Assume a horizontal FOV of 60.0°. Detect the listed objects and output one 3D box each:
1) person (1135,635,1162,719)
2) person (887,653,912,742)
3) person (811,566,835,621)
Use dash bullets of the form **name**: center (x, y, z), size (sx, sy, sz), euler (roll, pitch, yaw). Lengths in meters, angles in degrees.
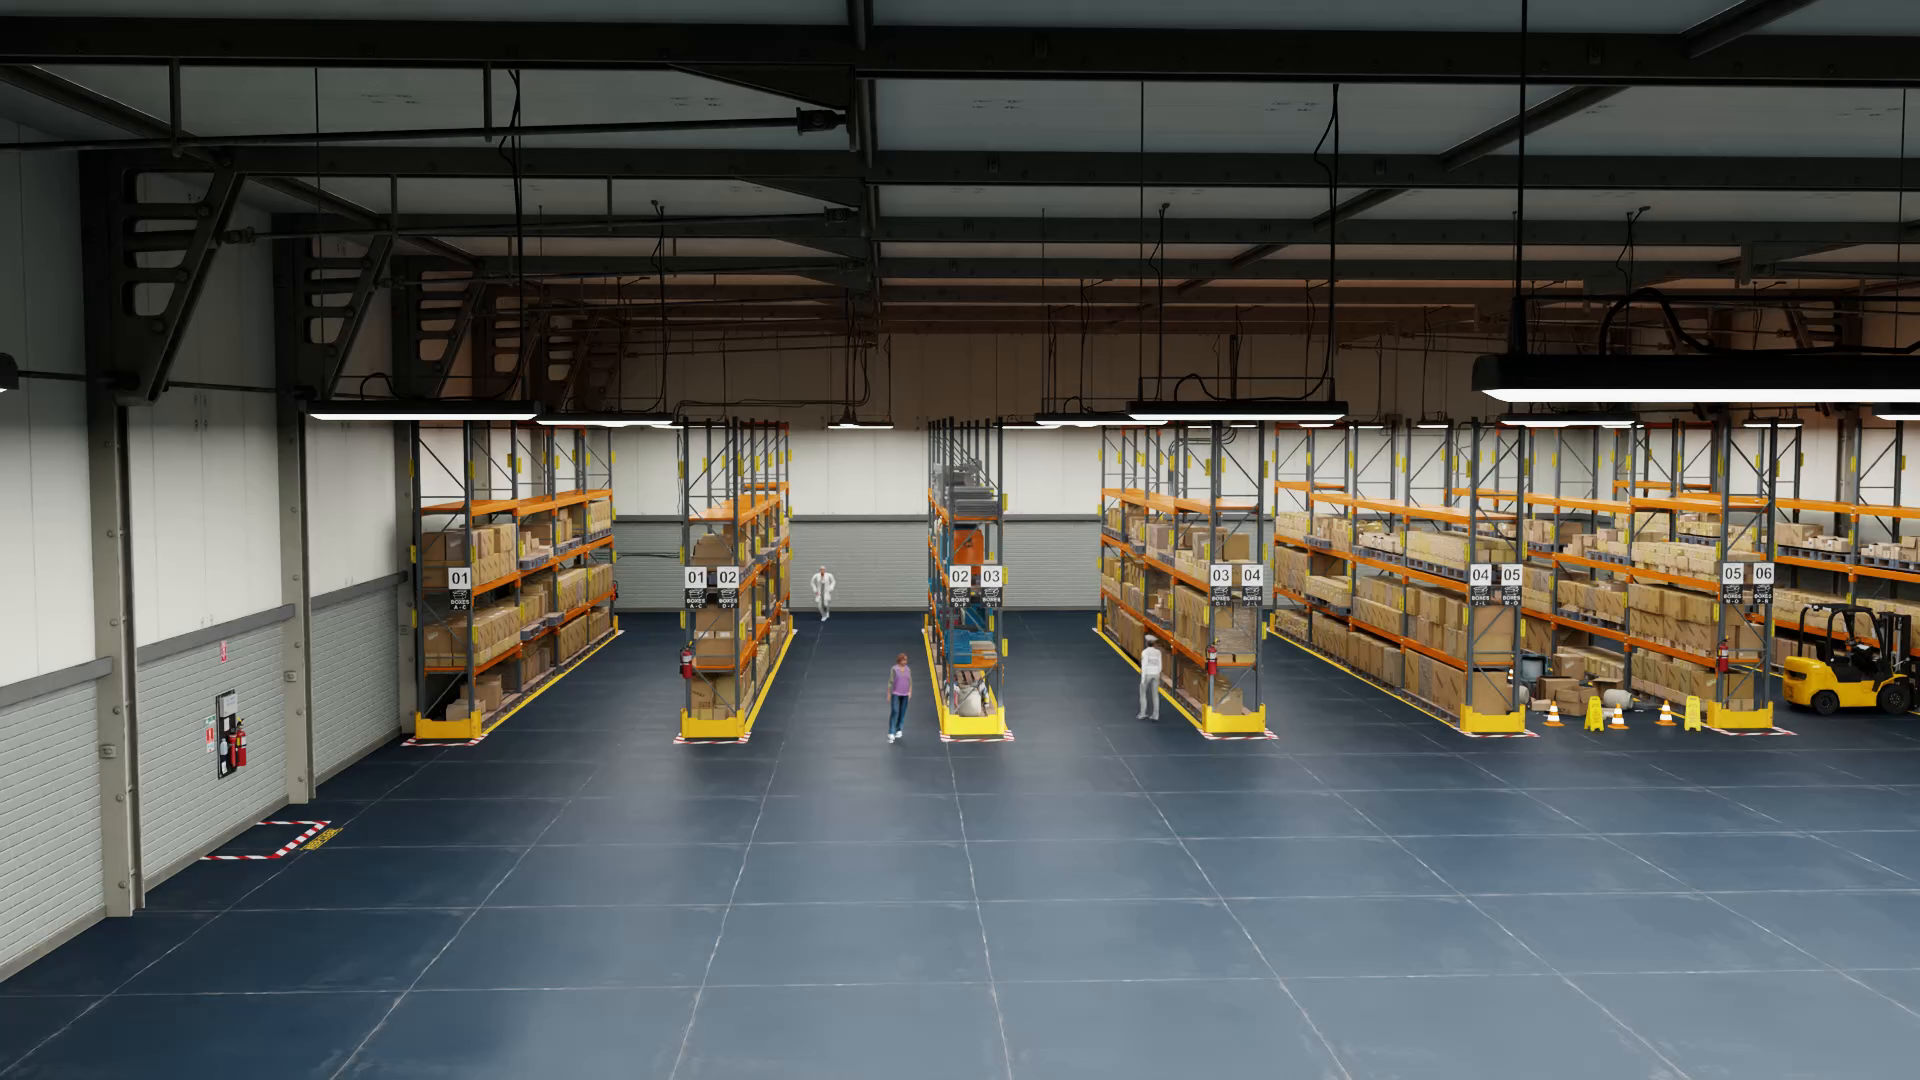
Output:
- **person**: center (3.799, 2.751, 33.061), size (0.507, 1.722, 0.653), euler (-1, 4, -18)
- **person**: center (-1.145, 2.910, 30.934), size (0.558, 1.590, 0.616), euler (-2, 4, -23)
- **person**: center (-4.134, 1.613, 50.268), size (0.721, 1.684, 0.658), euler (0, 4, 5)
